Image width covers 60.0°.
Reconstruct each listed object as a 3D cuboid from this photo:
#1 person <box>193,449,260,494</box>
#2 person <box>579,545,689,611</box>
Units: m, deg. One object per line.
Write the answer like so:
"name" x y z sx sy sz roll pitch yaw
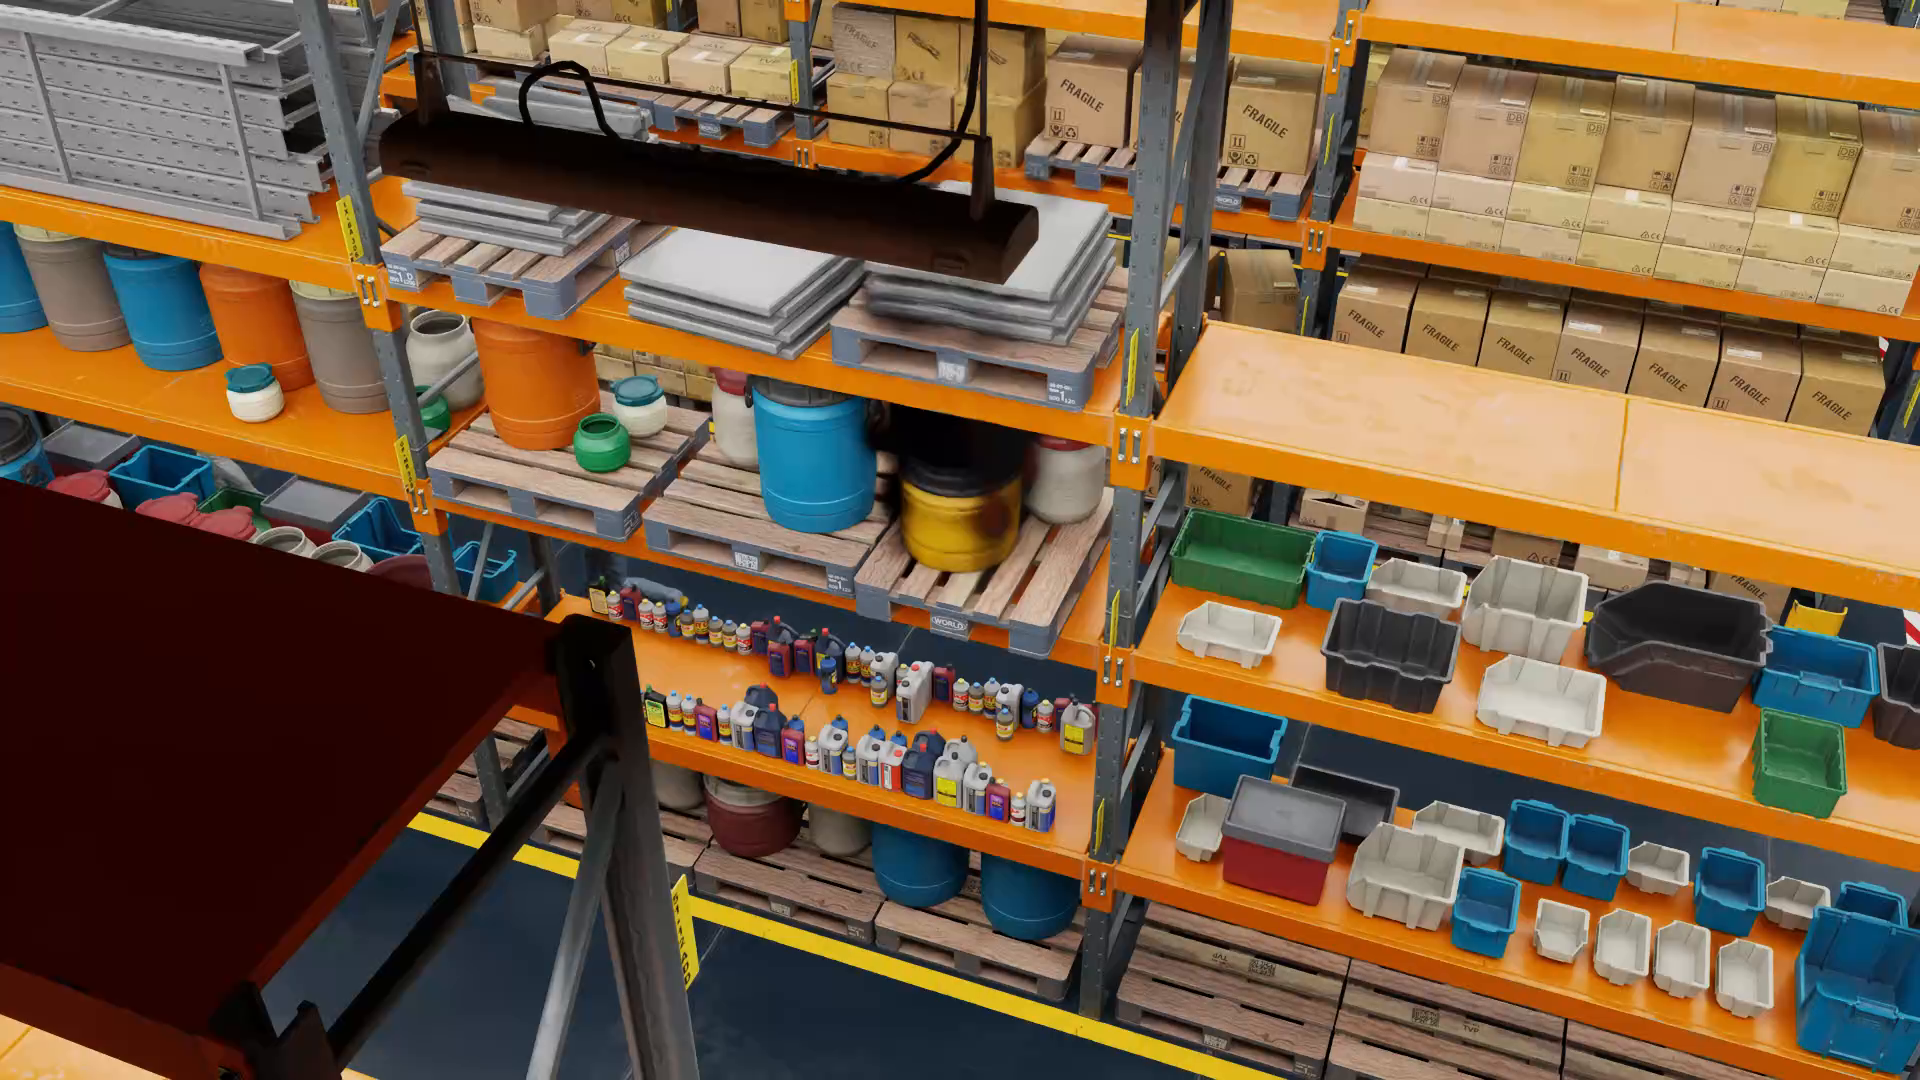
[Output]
"person" -6.064 -0.984 13.316 0.702 1.754 0.595 6 37 8
"person" -2.505 -0.034 11.999 1.119 1.761 0.668 9 37 12
